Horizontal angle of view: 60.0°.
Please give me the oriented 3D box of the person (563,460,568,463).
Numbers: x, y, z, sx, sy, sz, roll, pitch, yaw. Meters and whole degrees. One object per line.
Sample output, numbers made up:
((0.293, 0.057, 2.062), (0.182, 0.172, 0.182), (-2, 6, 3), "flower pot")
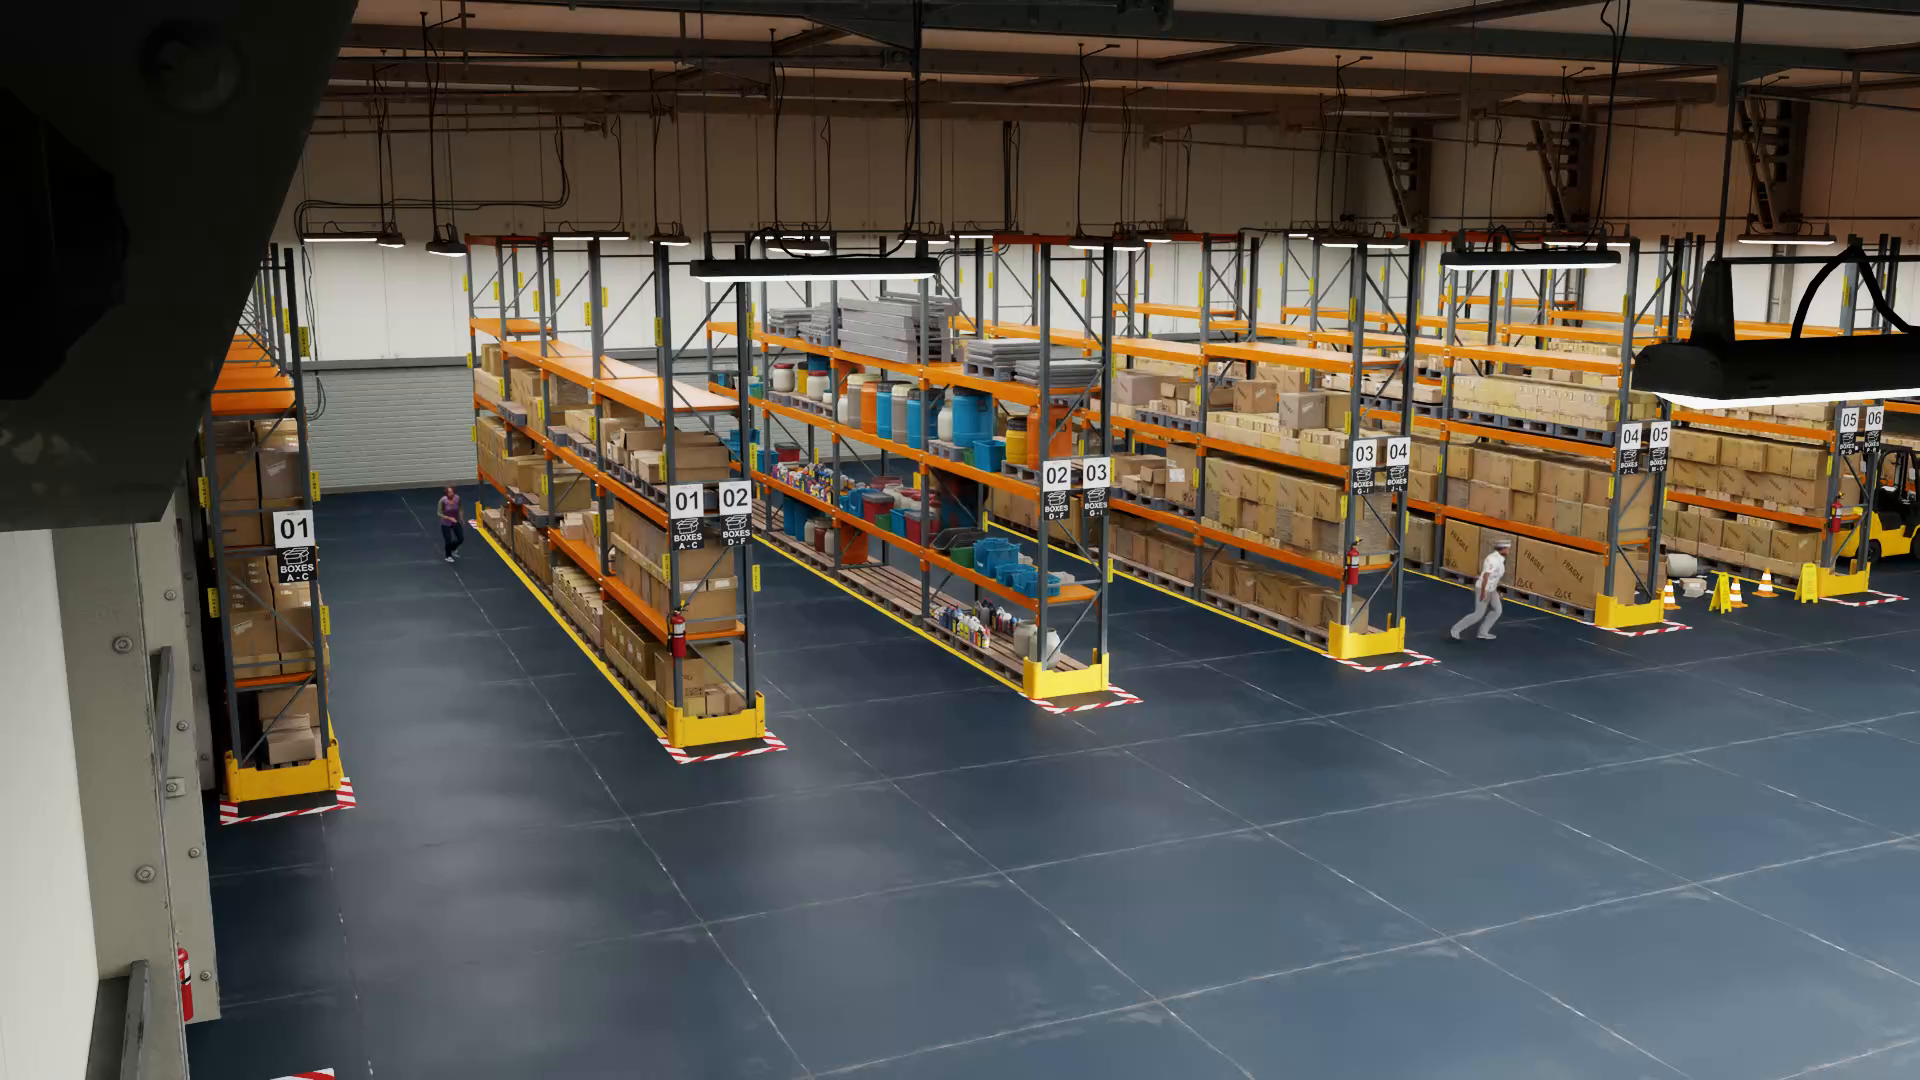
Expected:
((-8.291, -1.345, 35.440), (0.657, 1.780, 0.849), (-6, 13, -30), "person")

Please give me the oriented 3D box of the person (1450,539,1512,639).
((7.890, 0.751, 25.173), (0.756, 1.553, 0.802), (6, 13, 30), "person")

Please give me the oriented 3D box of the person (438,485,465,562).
((-9.410, -0.295, 30.768), (0.525, 1.491, 0.700), (-7, 13, -34), "person")
